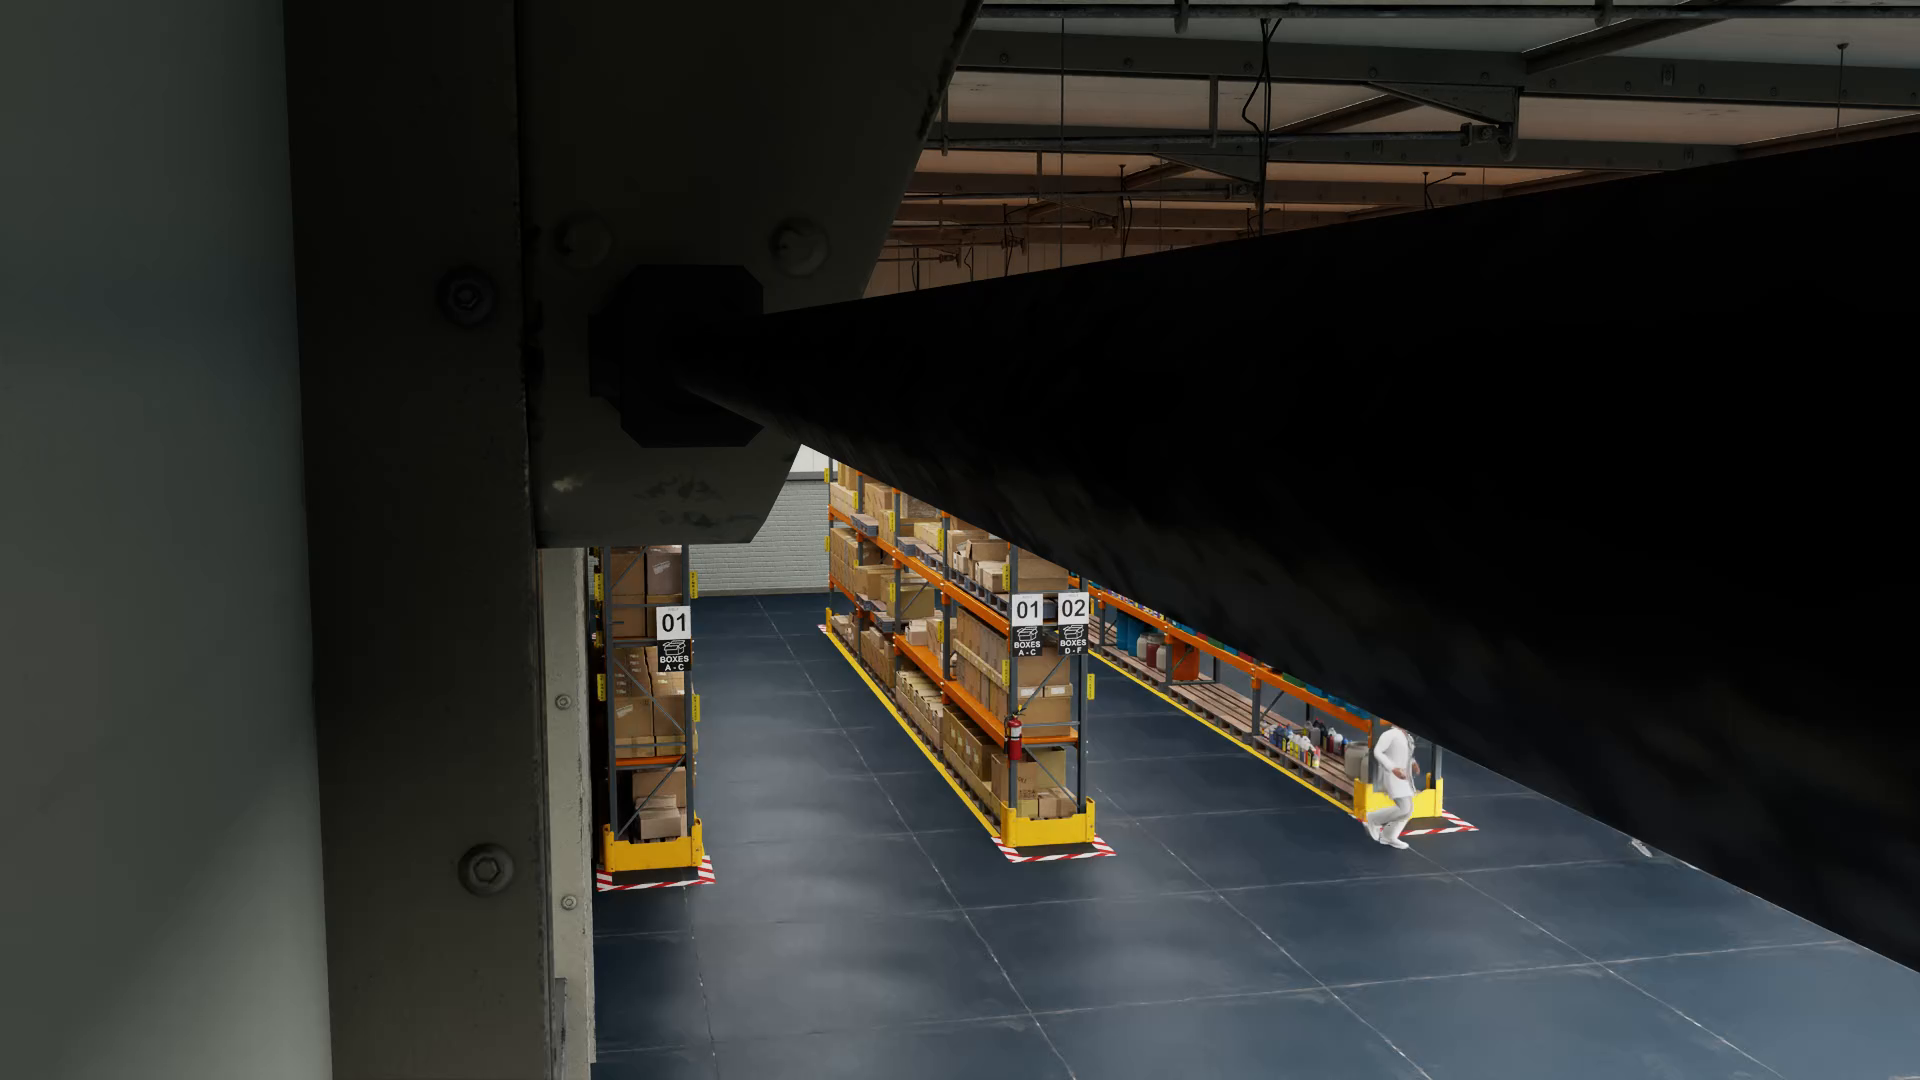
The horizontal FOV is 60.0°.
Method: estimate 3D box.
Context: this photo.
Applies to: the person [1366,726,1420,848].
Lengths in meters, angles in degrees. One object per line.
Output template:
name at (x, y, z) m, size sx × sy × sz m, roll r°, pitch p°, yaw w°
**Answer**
person at (5.502, 2.993, 20.964) m, size 0.601 × 1.731 × 0.739 m, roll 6°, pitch 9°, yaw 41°
